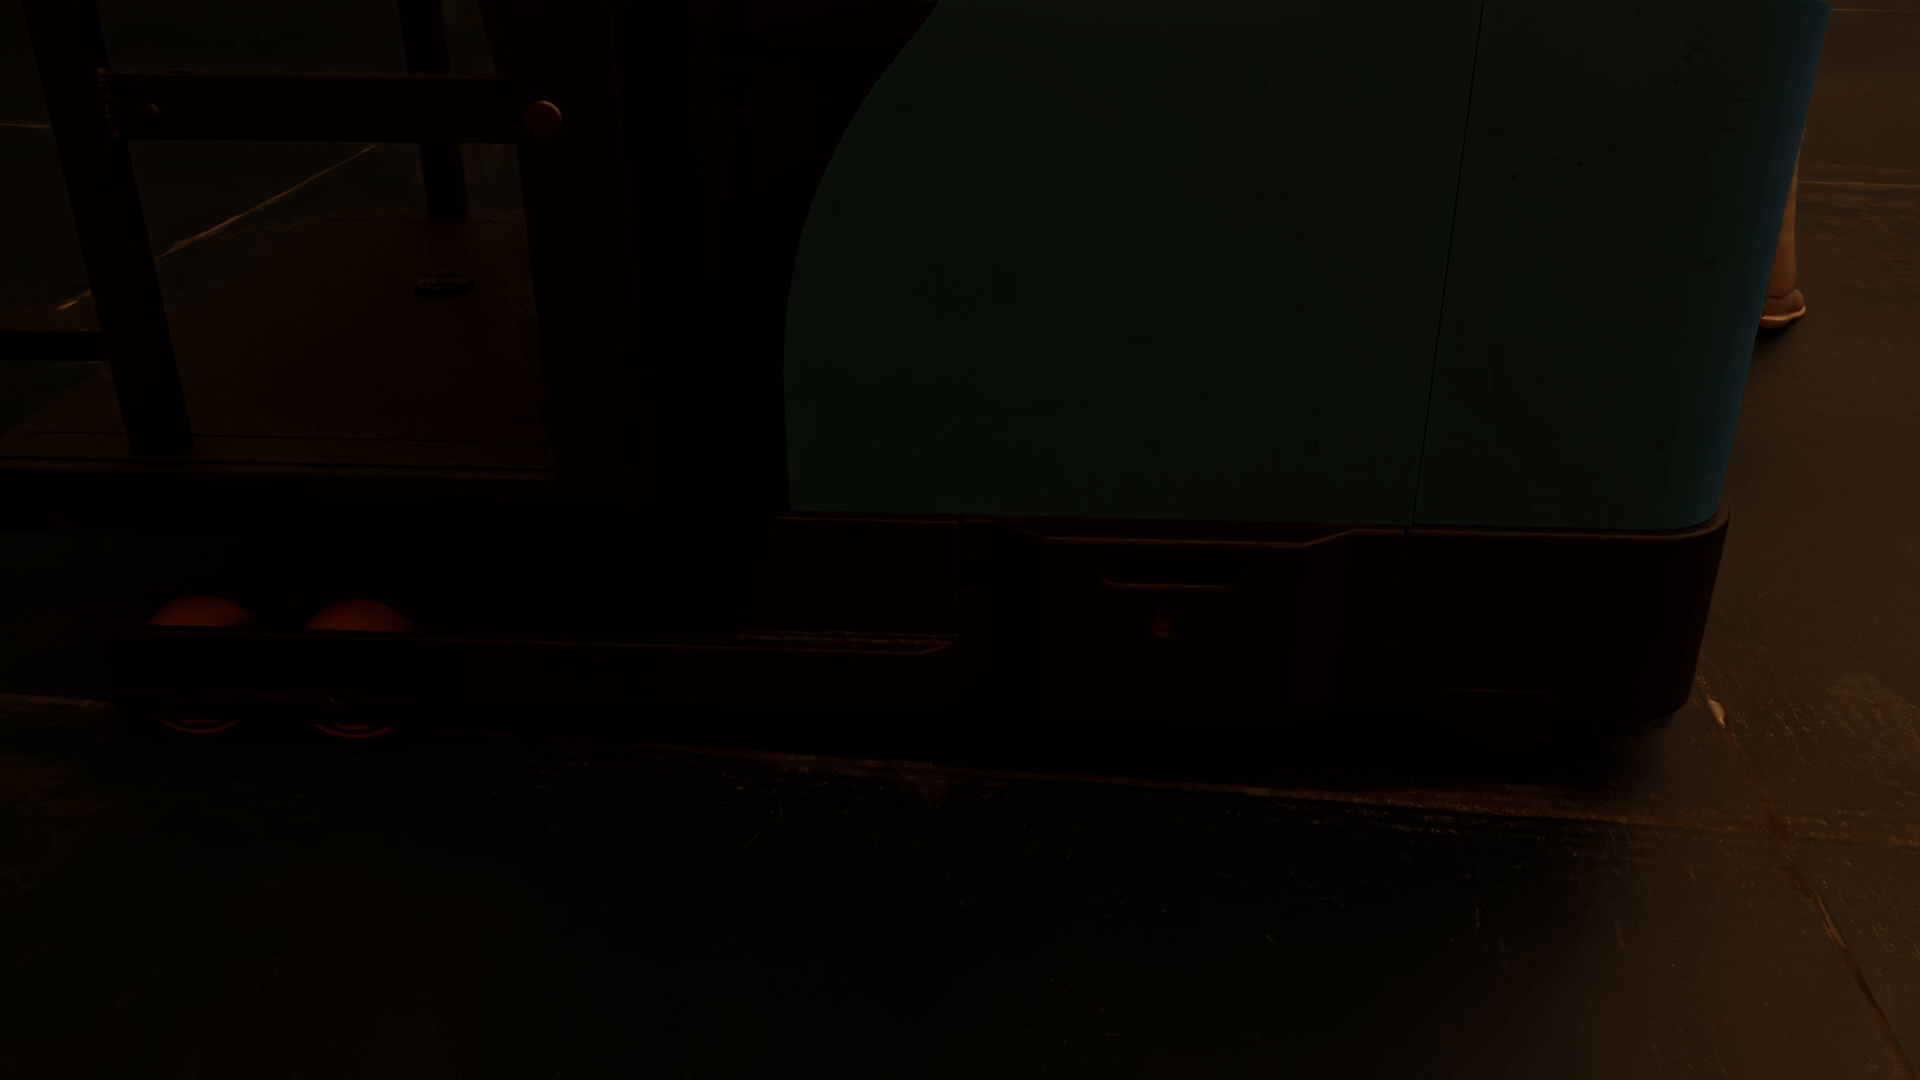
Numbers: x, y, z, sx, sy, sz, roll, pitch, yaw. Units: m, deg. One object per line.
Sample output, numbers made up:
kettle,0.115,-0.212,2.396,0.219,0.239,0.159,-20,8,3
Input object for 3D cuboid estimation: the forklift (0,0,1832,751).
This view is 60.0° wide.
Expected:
forklift,-0.616,-1.304,1.831,3.031,2.935,1.130,1,27,3

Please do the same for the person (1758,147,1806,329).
person,1.394,-1.206,3.126,0.837,1.623,0.409,3,27,6
